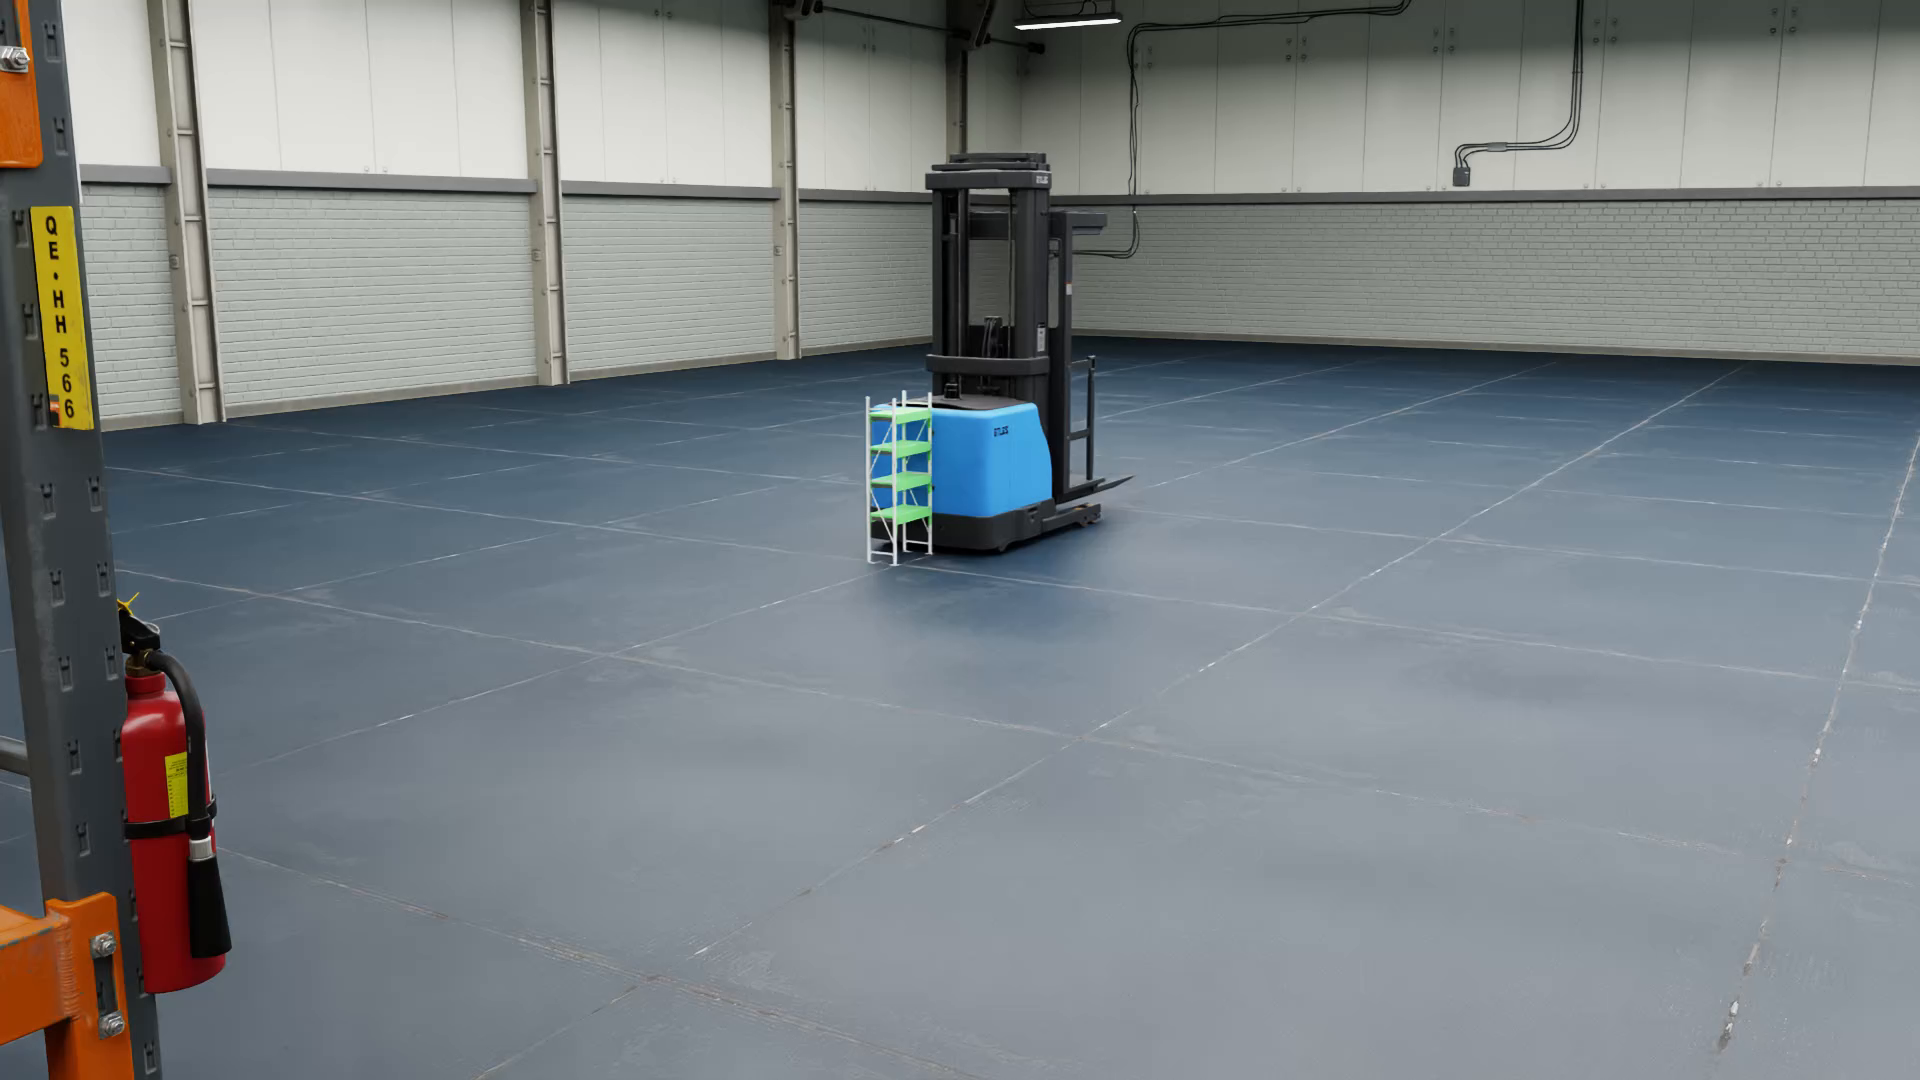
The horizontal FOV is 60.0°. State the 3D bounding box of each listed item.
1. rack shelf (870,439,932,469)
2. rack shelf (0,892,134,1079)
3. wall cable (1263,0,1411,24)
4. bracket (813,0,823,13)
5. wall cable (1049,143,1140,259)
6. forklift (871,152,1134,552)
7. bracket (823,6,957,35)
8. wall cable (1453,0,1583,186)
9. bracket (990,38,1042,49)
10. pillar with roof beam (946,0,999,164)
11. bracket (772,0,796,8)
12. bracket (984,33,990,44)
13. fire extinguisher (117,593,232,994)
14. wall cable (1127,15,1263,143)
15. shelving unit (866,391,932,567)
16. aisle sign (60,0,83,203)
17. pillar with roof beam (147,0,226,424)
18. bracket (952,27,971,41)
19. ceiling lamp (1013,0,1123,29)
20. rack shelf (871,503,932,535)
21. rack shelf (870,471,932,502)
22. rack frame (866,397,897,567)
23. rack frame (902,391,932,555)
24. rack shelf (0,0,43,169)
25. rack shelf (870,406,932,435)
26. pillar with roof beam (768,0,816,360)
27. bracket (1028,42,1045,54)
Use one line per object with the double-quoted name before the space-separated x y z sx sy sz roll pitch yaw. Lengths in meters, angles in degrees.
"rack shelf" -0.437 -0.625 11.988 0.258 0.148 0.480 6 12 29
"rack shelf" -2.830 1.009 1.281 1.077 0.370 4.000 6 12 31
"wall cable" 7.555 -11.697 33.250 3.097 2.526 0.112 6 12 31
"bracket" -2.658 -9.580 29.803 0.235 0.232 0.430 6 12 31
"wall cable" 2.597 -7.533 37.093 3.097 2.526 0.112 6 12 31
"forklift" 0.495 -1.580 13.345 1.130 2.935 3.031 6 12 29
"bracket" -1.312 -9.988 31.982 0.076 0.066 4.783 6 12 31
"wall cable" 10.703 -9.822 31.636 2.305 6.003 0.169 6 12 31
"bracket" 1.380 -10.803 36.338 0.076 0.066 3.189 6 12 31
"pillar with roof beam" 3.617 -8.311 32.810 9.100 9.000 0.548 6 12 31
"bracket" -3.089 -9.449 29.106 0.235 0.232 0.430 6 12 31
"bracket" 0.457 -10.523 34.843 0.235 0.232 0.430 6 12 31
"fire extinguisher" -1.338 0.405 2.763 0.296 0.674 0.183 6 12 31
"wall cable" 4.910 -9.757 35.247 3.097 2.526 0.112 6 12 31
"shelving unit" -0.437 -0.452 12.020 0.258 1.200 0.503 6 12 29
"aisle sign" -1.503 -0.918 2.555 0.394 0.787 0.004 6 12 31
"pillar with roof beam" -5.728 -5.481 17.689 9.100 9.000 0.400 6 12 31
"bracket" 0.026 -10.393 34.146 0.235 0.232 0.430 6 12 31
"ceiling lamp" 1.991 -10.530 28.800 2.000 3.185 0.800 6 12 31
"rack shelf" -0.437 -0.153 12.076 0.258 0.148 0.480 6 12 29
"rack shelf" -0.437 -0.389 12.032 0.258 0.148 0.480 6 12 29
"rack frame" -0.558 -0.413 11.812 0.240 1.200 0.015 6 12 29
"rack frame" -0.315 -0.490 12.228 0.240 1.200 0.015 6 12 29
"rack shelf" -2.830 -0.465 1.005 1.077 0.370 4.000 6 12 31
"rack shelf" -0.437 -0.861 11.943 0.258 0.148 0.480 6 12 29
"pillar with roof beam" 0.502 -7.368 27.770 9.100 9.000 0.548 6 12 31
"bracket" 1.687 -10.896 36.834 0.235 0.232 0.430 6 12 31
